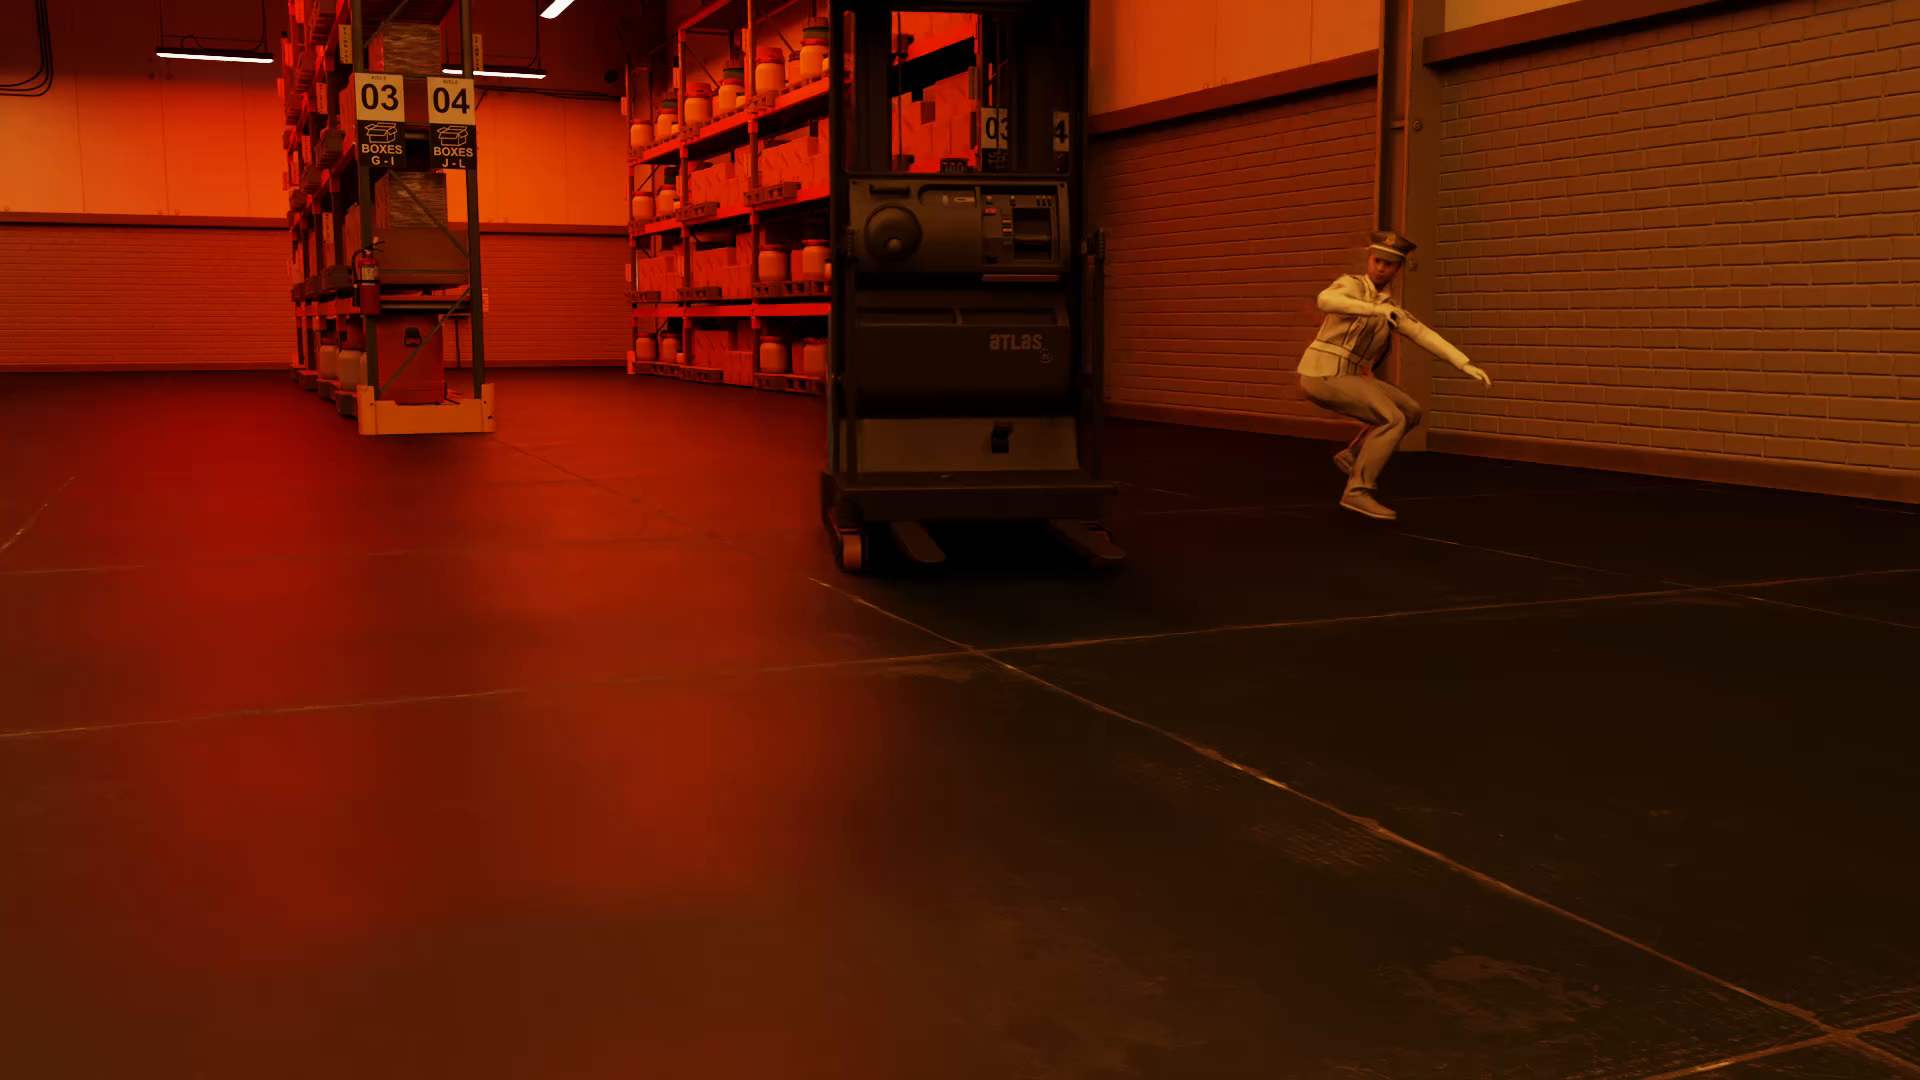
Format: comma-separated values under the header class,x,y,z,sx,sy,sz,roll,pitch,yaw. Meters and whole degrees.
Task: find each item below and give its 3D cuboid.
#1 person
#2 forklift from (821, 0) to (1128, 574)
class,x,y,z,sx,sy,sz,roll,pitch,yaw
person,2.084,-0.810,8.132,0.869,1.388,0.740,5,9,32
forklift,0.028,-1.363,6.780,1.130,2.935,3.031,-1,8,-7
